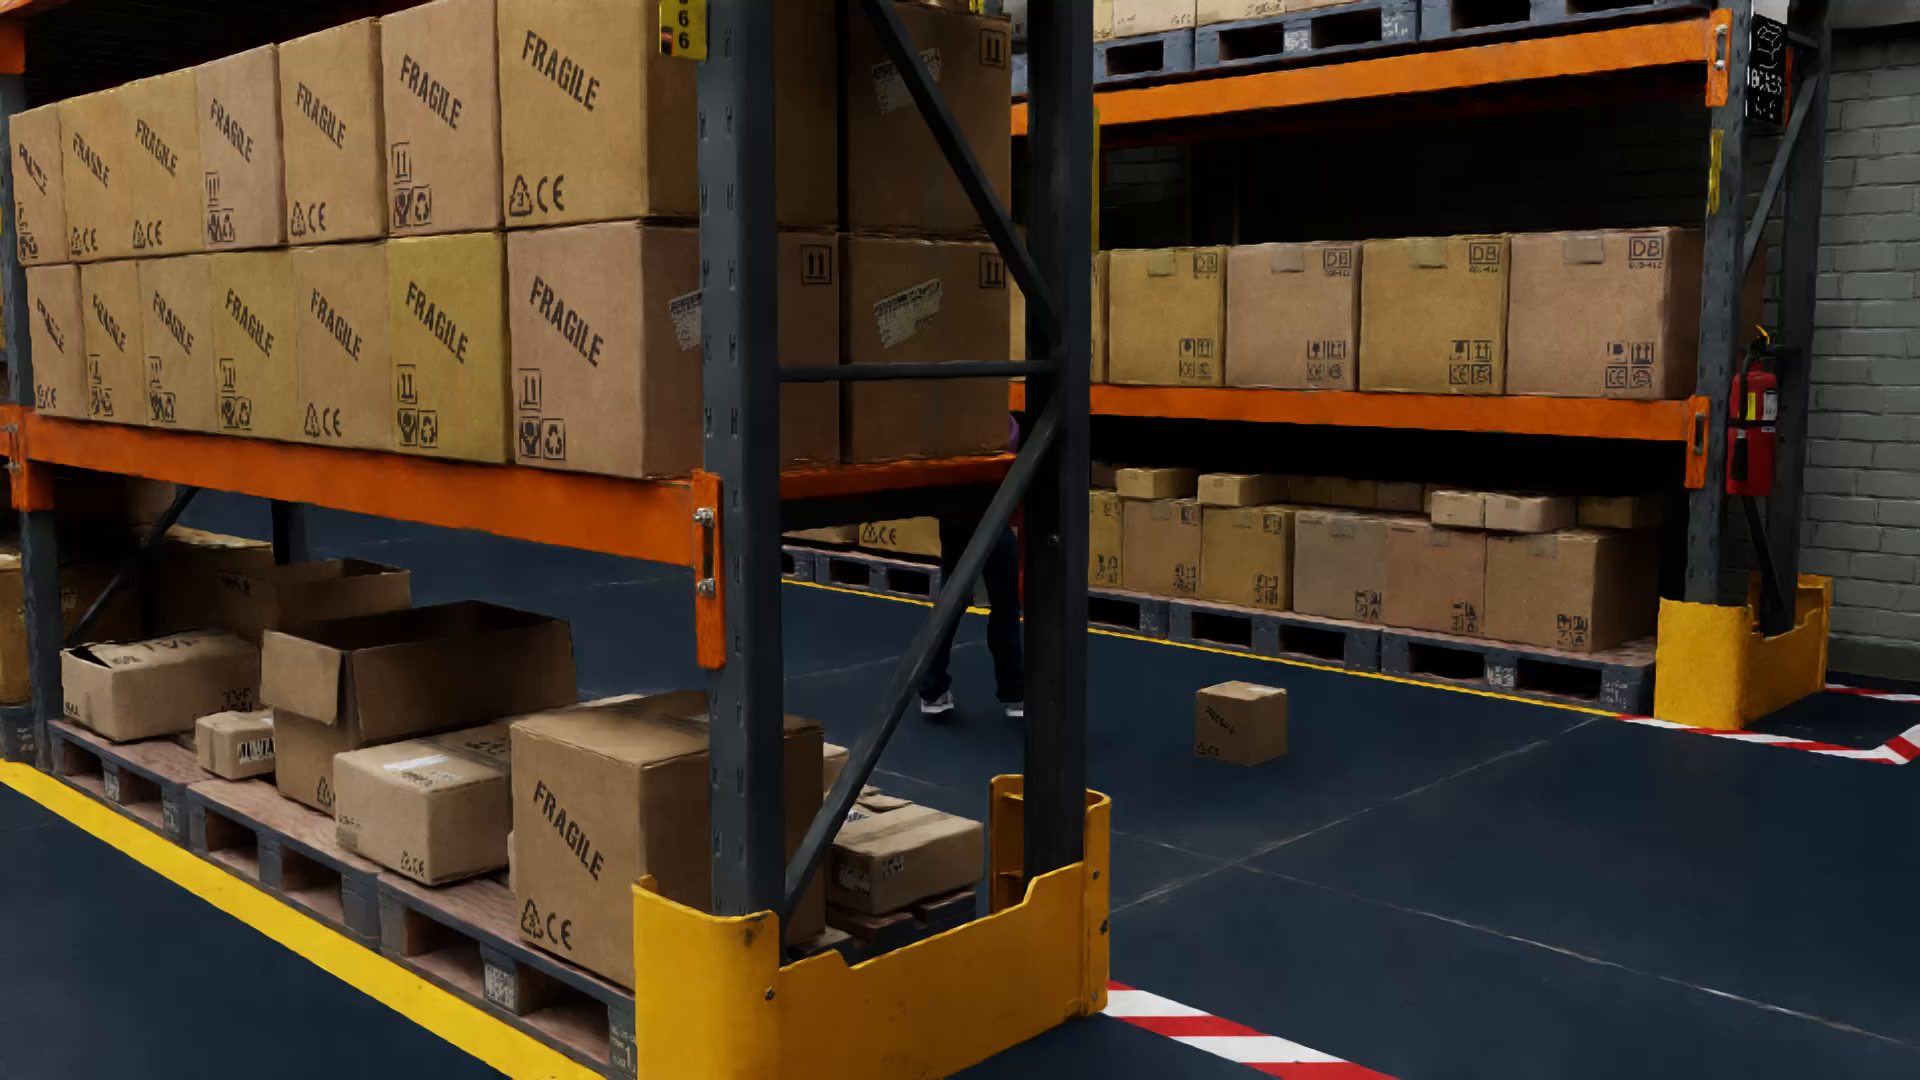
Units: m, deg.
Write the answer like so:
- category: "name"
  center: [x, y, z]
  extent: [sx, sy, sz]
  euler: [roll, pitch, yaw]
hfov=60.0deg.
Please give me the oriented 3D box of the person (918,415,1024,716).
- category: "person"
  center: [0.139, -0.070, 6.710]
  extent: [0.572, 1.591, 0.604]
  euler: [-4, 8, -29]
